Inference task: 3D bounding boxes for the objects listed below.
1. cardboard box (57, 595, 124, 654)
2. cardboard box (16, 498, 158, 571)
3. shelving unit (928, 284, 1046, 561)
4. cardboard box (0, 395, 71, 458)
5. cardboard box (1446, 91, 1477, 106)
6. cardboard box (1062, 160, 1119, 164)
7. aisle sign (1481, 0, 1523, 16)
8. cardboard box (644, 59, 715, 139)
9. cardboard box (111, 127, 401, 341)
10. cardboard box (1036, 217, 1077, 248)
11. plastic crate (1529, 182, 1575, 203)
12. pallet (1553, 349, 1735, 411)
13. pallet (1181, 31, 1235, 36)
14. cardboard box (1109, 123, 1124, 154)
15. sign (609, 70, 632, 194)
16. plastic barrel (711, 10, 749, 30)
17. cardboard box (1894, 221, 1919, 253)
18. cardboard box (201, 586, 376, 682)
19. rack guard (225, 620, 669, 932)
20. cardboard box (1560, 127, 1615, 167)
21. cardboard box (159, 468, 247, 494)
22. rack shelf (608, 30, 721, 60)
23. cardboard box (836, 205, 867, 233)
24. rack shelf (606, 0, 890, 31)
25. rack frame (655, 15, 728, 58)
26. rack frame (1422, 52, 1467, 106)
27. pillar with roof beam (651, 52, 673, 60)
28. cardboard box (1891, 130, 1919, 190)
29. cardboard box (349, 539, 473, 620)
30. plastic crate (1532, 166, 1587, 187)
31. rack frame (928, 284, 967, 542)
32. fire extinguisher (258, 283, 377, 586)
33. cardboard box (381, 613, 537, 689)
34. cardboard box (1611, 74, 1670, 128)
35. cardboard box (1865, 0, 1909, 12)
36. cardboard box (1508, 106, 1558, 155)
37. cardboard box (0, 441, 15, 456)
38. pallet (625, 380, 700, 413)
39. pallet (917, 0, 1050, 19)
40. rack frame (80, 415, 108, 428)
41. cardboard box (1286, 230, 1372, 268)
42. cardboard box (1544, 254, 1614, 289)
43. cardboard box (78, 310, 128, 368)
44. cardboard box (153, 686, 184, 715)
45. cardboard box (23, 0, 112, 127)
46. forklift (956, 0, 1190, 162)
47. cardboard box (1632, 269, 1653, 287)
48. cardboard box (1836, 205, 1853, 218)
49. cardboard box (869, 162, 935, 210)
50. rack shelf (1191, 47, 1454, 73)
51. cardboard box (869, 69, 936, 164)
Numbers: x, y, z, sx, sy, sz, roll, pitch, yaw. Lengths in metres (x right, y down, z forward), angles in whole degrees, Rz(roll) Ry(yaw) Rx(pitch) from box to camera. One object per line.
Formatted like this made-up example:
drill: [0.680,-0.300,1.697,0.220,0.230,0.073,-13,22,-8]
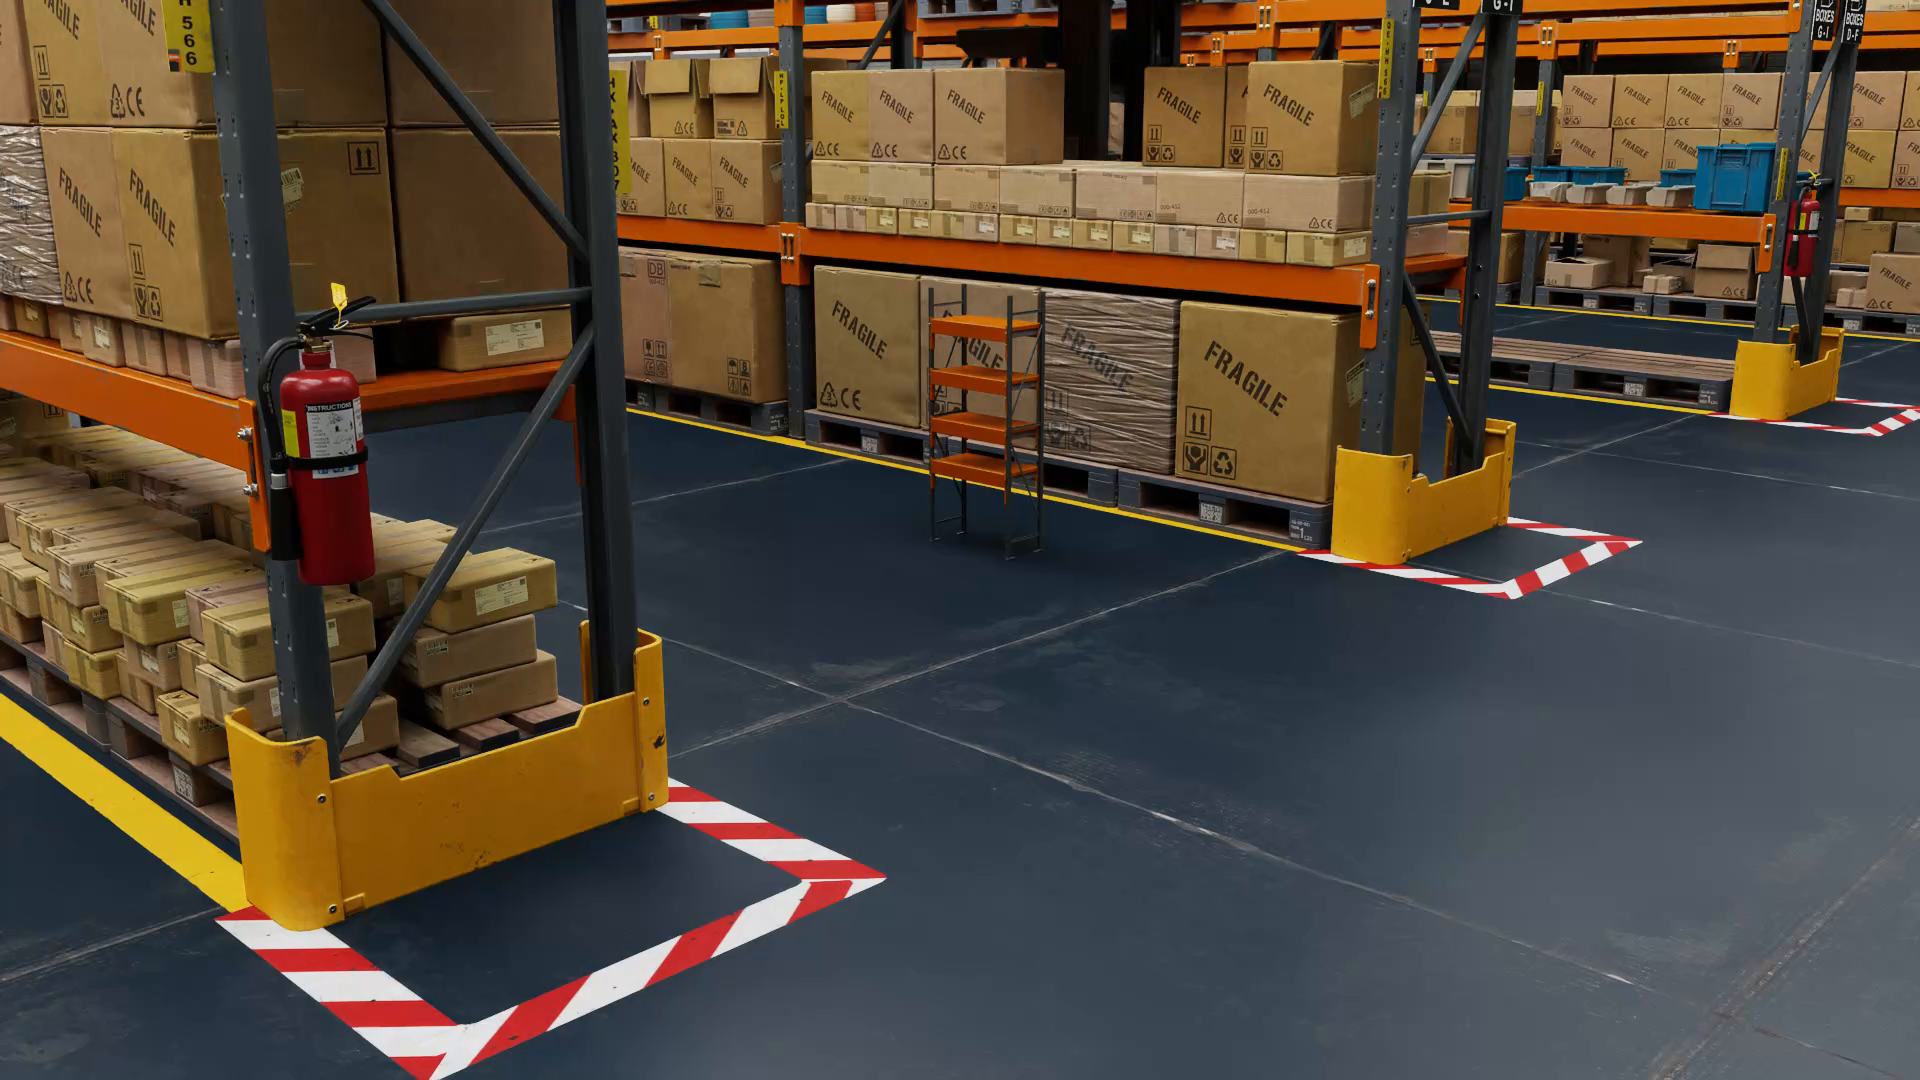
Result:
cardboard box: [-2.650,0.227,5.344,0.250,0.149,0.380,14,20,43]
cardboard box: [-2.983,-0.022,5.708,0.250,0.149,0.380,14,20,42]
shelving unit: [0.119,-0.552,7.670,0.503,1.200,0.258,14,20,42]
cardboard box: [-4.542,-0.457,7.863,0.500,0.500,0.500,-14,20,-42]
cardboard box: [6.925,-6.000,22.694,0.500,0.250,0.500,-14,20,-43]
cardboard box: [0.563,-2.031,9.486,0.500,0.250,0.500,-14,20,-43]
aisle sign: [2.461,-2.769,7.453,0.004,0.787,0.394,14,20,42]
cardboard box: [-1.630,-2.935,11.060,0.637,0.503,0.797,14,20,43]
cardboard box: [-1.817,-0.810,4.305,0.500,0.500,0.500,-14,20,-43]
cardboard box: [0.616,-1.617,8.688,0.380,0.149,0.250,-14,20,-43]
plastic crate: [4.284,-2.525,12.078,0.250,0.136,0.298,14,20,42]
pallet: [5.072,-1.170,12.003,1.213,0.211,1.003,14,20,42]
pallet: [2.770,-6.129,19.931,1.213,0.211,1.003,-13,20,-42]
cardboard box: [2.101,-5.005,20.995,0.500,0.500,0.500,12,19,39]
sign: [-0.938,-1.104,4.502,0.005,0.325,0.100,14,20,42]
plastic barrel: [-2.483,-6.112,18.498,0.708,0.901,0.600,14,20,42]
cardboard box: [11.219,-3.439,19.308,0.500,0.500,0.700,13,19,40]
cardboard box: [-1.871,0.256,4.643,0.250,0.149,0.380,14,20,43]
rack guard: [-1.369,0.610,4.599,0.348,0.500,1.175,14,20,42]
cardboard box: [6.378,-3.876,16.660,0.500,0.500,0.500,-14,20,-43]
cardboard box: [-2.767,-0.168,6.268,0.250,0.149,0.380,13,19,40]
rack shelf: [-4.439,-5.921,20.186,4.000,0.370,1.077,14,20,42]
cardboard box: [-0.507,-1.889,9.731,0.250,0.149,0.380,13,19,40]
rack shelf: [-2.118,-3.622,11.362,4.000,0.370,1.077,14,20,42]
rack frame: [-3.000,-4.468,19.130,0.127,3.000,1.000,14,20,42]
rack frame: [6.756,-5.566,23.345,0.127,3.000,1.000,14,20,42]
pillar with roof beam: [-9.525,-11.222,33.156,0.400,9.000,9.100,14,20,42]
cardboard box: [8.568,-3.344,14.617,0.500,0.500,0.500,-14,20,-42]
cardboard box: [-1.738,0.123,5.154,0.380,0.149,0.250,-14,20,-43]
plastic crate: [4.526,-2.702,12.565,0.300,0.233,0.416,14,20,42]
rack frame: [-0.056,-0.594,7.833,0.015,1.200,0.240,14,20,42]
fire extinguisher: [-1.454,-0.240,3.799,0.183,0.674,0.296,14,20,42]
cardboard box: [-1.513,0.308,5.032,0.380,0.149,0.250,-14,20,-42]
cardboard box: [6.716,-4.275,16.208,0.500,0.500,0.500,13,19,40]
cardboard box: [8.174,-4.777,14.664,0.500,0.250,0.500,14,20,42]
cardboard box: [6.014,-4.341,17.613,0.500,0.500,0.700,7,16,24]
cardboard box: [-4.090,-0.300,6.775,0.380,0.149,0.250,-14,20,-42]
pallet: [-2.169,-1.154,11.943,1.213,0.211,1.003,14,20,42]
pallet: [0.363,-4.976,15.507,1.213,0.211,1.003,14,20,42]
rack frame: [-4.194,-1.286,6.919,0.127,3.000,1.000,14,20,42]
cardboard box: [1.716,-1.350,7.661,0.380,0.149,0.250,-14,20,-43]
cardboard box: [6.352,-2.765,17.056,0.500,0.311,0.500,14,20,42]
cardboard box: [-2.289,-0.602,4.793,0.380,0.149,0.250,-14,20,-43]
cardboard box: [-2.224,0.447,5.087,0.250,0.149,0.380,14,20,42]
cardboard box: [-2.181,-1.386,4.531,0.500,0.500,0.500,13,19,40]
forklift: [0.661,-2.407,11.358,3.031,2.935,1.130,14,20,43]
cardboard box: [7.119,-2.697,17.114,0.250,0.149,0.380,14,20,42]
cardboard box: [10.707,-3.948,19.972,0.250,0.149,0.380,13,19,40]
cardboard box: [-0.168,-2.022,9.452,0.500,0.250,0.500,14,20,42]
rack shelf: [5.317,-7.020,24.401,4.000,0.370,1.077,14,20,42]
cardboard box: [-0.162,-2.385,9.357,0.500,0.500,0.500,14,20,42]
